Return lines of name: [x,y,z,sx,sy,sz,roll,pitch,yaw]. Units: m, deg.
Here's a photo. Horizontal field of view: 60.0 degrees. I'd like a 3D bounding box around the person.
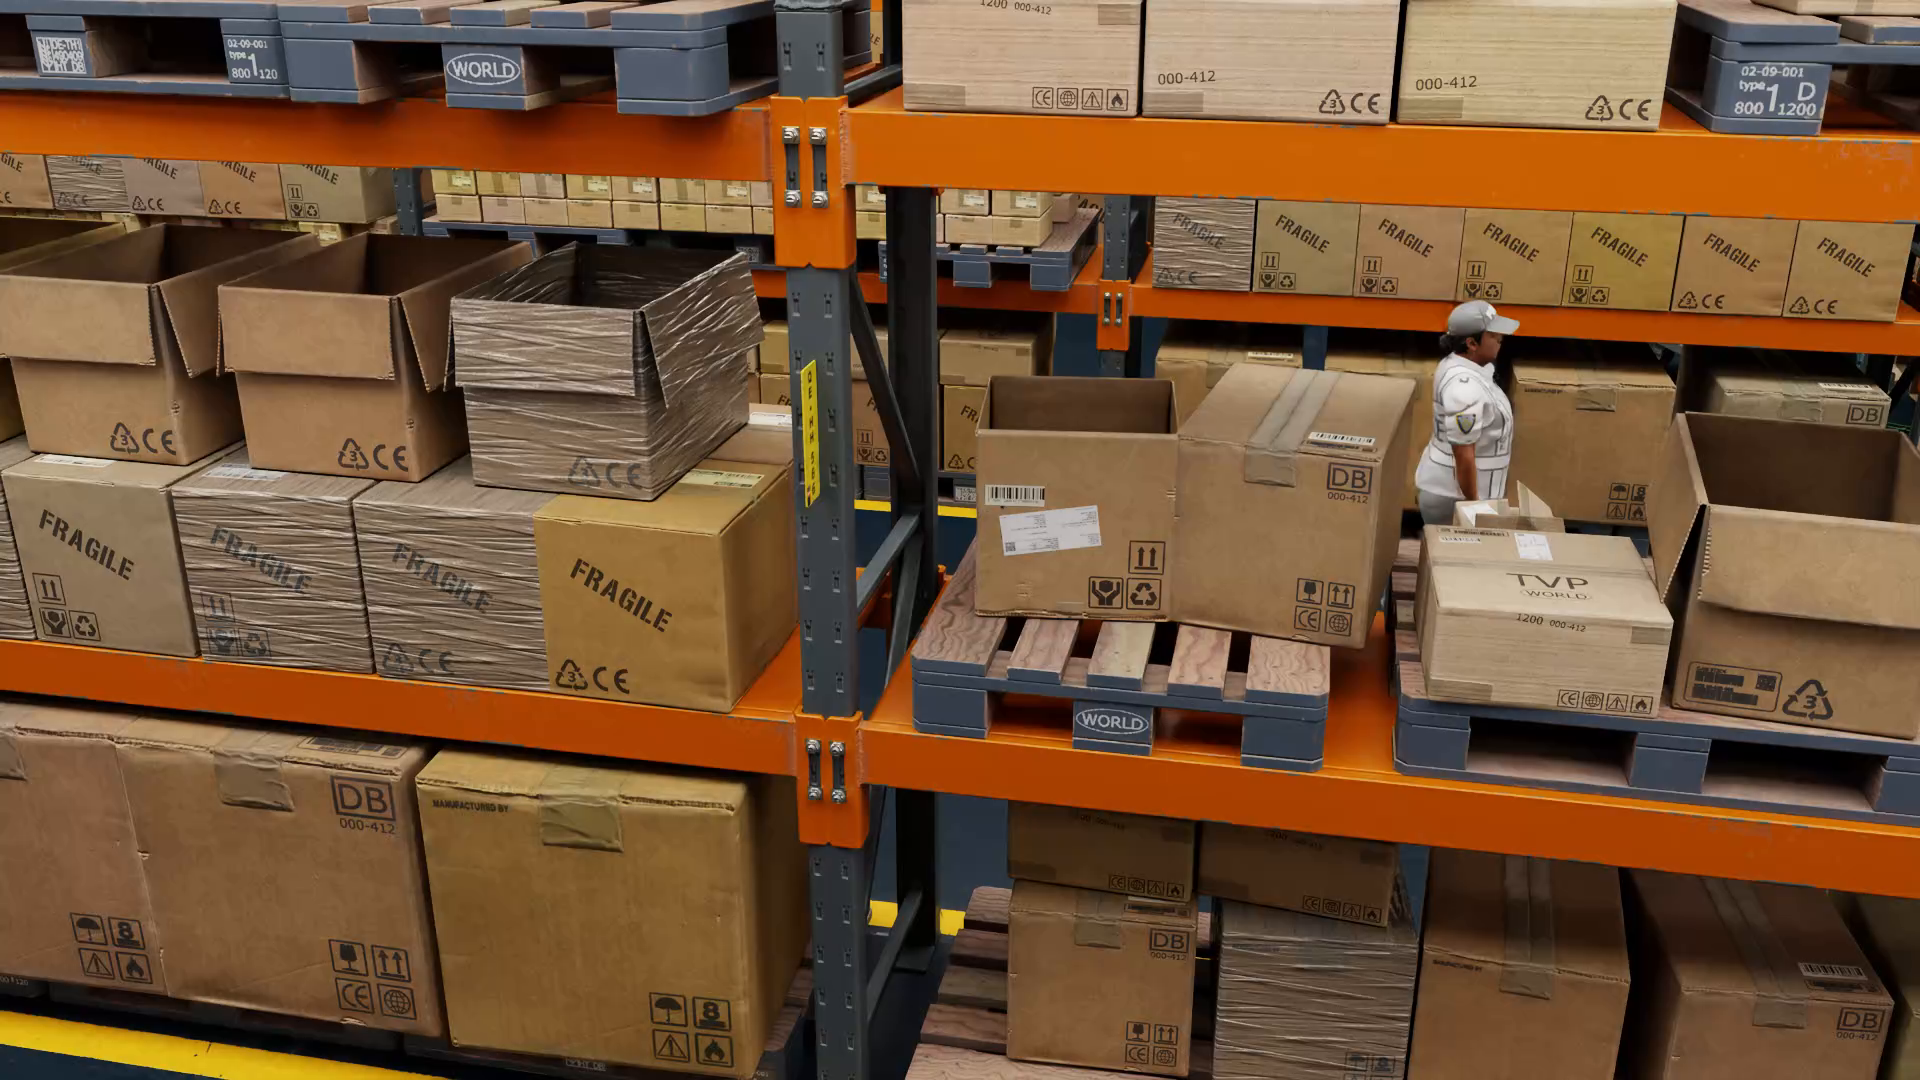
person: [2.143,-0.176,6.998,0.457,1.687,0.479,6,22,14]
